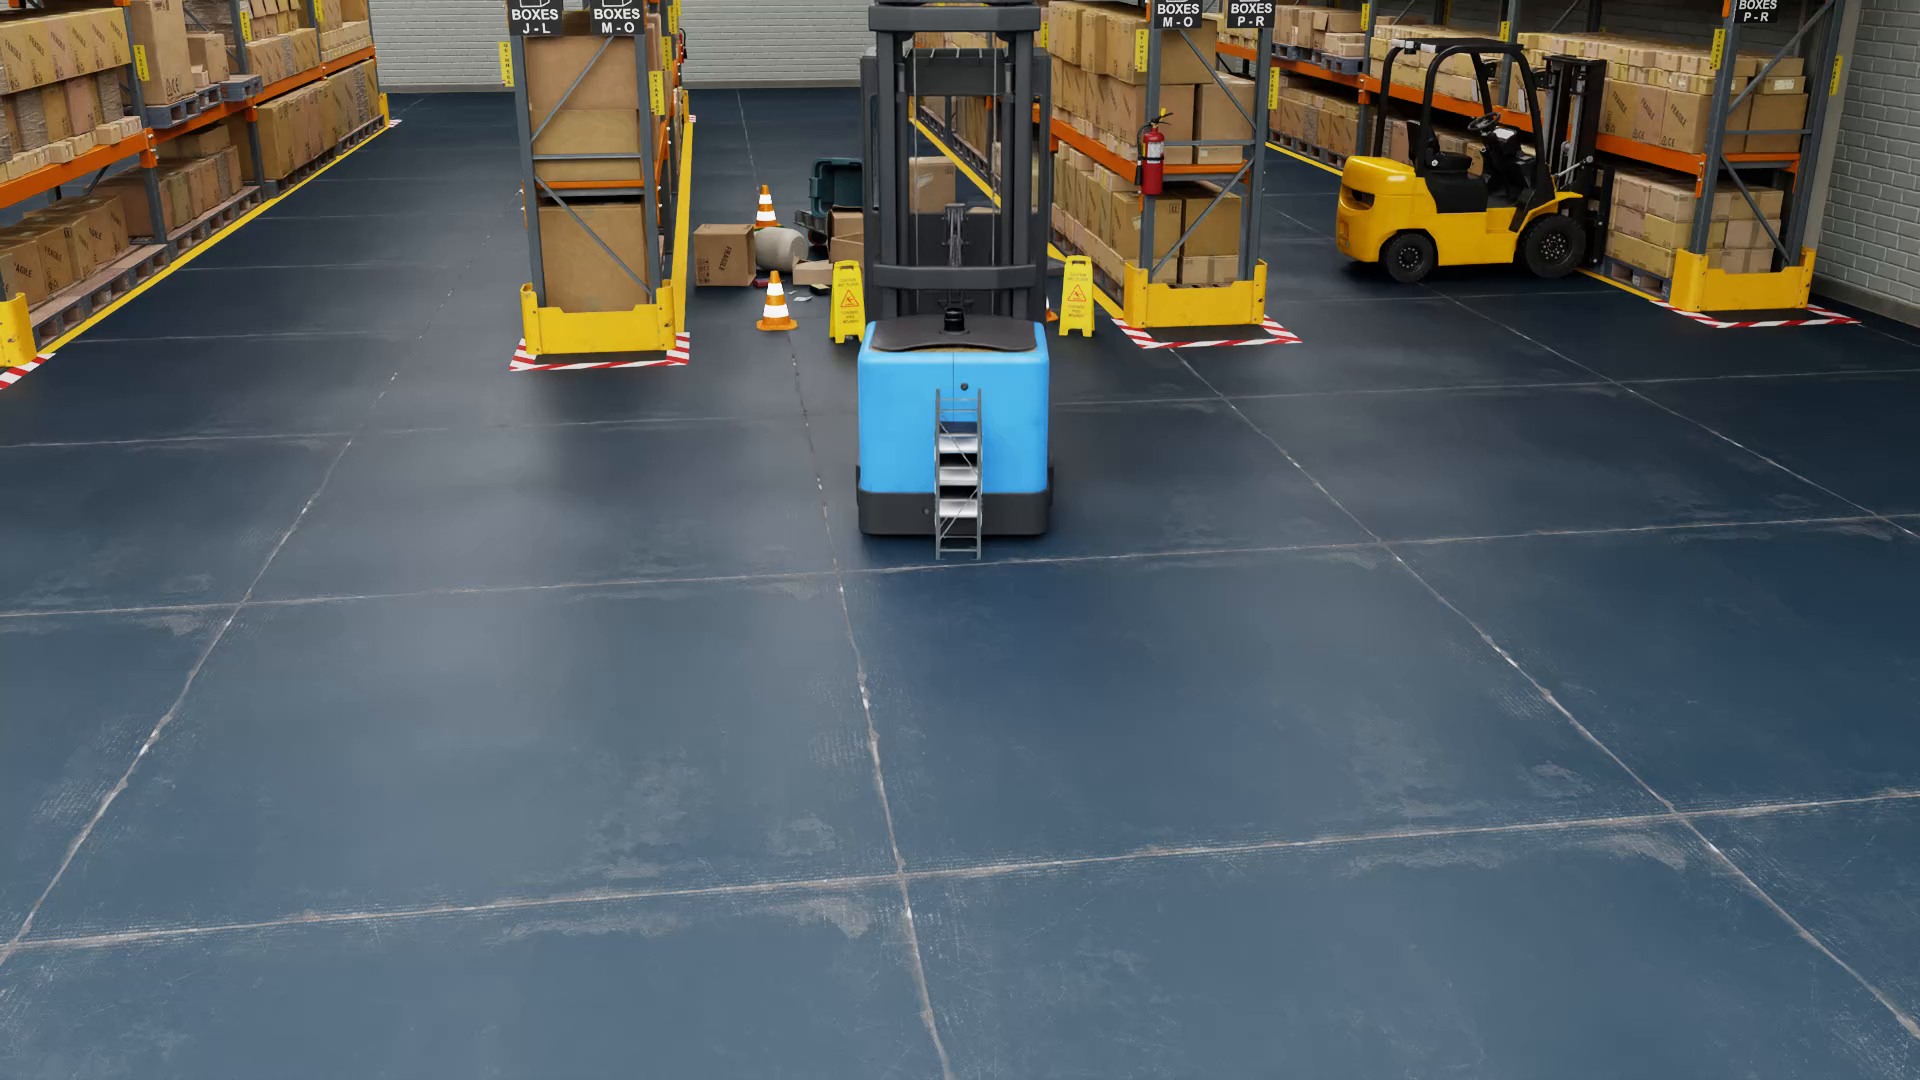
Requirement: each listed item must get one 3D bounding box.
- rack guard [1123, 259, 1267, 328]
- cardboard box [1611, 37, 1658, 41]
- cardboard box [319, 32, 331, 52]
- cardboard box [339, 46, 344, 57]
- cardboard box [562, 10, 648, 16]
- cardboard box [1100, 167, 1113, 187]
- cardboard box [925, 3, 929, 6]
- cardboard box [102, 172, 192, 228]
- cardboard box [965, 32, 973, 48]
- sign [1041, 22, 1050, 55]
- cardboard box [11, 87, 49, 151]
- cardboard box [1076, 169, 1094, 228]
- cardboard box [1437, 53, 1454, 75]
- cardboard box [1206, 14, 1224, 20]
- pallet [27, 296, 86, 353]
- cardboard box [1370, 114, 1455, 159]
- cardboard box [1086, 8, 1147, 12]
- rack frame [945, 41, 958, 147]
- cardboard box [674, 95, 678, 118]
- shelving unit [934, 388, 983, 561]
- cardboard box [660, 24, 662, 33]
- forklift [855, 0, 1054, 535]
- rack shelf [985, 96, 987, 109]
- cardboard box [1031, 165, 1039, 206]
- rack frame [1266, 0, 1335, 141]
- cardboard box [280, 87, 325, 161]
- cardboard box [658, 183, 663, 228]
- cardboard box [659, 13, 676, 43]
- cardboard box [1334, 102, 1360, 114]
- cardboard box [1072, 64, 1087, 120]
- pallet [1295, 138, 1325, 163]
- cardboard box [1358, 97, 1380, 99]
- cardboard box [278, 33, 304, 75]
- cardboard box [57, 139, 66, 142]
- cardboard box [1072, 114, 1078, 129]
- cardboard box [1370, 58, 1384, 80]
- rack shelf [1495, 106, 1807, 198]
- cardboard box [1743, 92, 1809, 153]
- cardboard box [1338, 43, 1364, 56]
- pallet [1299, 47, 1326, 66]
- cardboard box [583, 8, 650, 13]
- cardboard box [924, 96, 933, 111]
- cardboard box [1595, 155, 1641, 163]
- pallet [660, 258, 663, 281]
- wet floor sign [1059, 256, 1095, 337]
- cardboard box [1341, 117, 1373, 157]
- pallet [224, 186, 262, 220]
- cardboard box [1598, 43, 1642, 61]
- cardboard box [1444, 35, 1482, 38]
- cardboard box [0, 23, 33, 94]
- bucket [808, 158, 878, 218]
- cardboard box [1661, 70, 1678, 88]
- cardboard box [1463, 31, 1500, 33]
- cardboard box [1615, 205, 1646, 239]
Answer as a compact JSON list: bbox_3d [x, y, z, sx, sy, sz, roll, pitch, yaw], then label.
[{"bbox_3d":[1.994,-2.103,14.131,1.175,0.500,0.348,-3,21,-8],"label":"rack guard"},{"bbox_3d":[6.829,-5.015,16.862,0.380,0.149,0.250,-3,21,-9],"label":"cardboard box"},{"bbox_3d":[-9.340,-7.147,23.854,0.500,0.250,0.500,-3,21,-9],"label":"cardboard box"},{"bbox_3d":[-9.398,-7.265,24.741,0.380,0.149,0.250,-3,21,-9],"label":"cardboard box"},{"bbox_3d":[-3.436,-4.794,16.008,0.875,0.550,0.550,-3,21,-8],"label":"cardboard box"},{"bbox_3d":[1.479,-3.286,15.059,0.380,0.149,0.250,-3,21,-7],"label":"cardboard box"},{"bbox_3d":[-0.278,-8.593,26.363,0.500,0.500,0.500,-3,21,-8],"label":"cardboard box"},{"bbox_3d":[-8.495,-3.547,17.370,0.700,0.500,0.500,-3,21,-8],"label":"cardboard box"},{"bbox_3d":[0.359,-6.690,22.340,0.500,0.250,0.500,-3,21,-9],"label":"cardboard box"},{"bbox_3d":[0.880,-5.145,17.051,0.100,0.325,0.005,-3,21,-8],"label":"sign"},{"bbox_3d":[-8.074,-3.468,13.646,0.875,0.500,0.500,-3,21,-8],"label":"cardboard box"},{"bbox_3d":[1.408,-3.310,16.049,0.500,0.500,0.500,-2,21,-5],"label":"cardboard box"},{"bbox_3d":[5.867,-5.560,19.315,0.500,0.250,0.500,-3,21,-7],"label":"cardboard box"},{"bbox_3d":[4.482,-8.763,28.179,0.500,0.250,0.500,-3,21,-7],"label":"cardboard box"},{"bbox_3d":[-7.894,-1.751,13.602,1.003,0.211,1.213,-3,21,-8],"label":"pallet"},{"bbox_3d":[5.840,-5.136,21.475,0.875,0.625,0.625,-2,21,-6],"label":"cardboard box"},{"bbox_3d":[1.540,-4.594,15.233,0.700,0.500,0.500,-3,21,-8],"label":"cardboard box"},{"bbox_3d":[0.275,-7.402,24.748,1.000,3.000,0.127,-3,21,-8],"label":"rack frame"},{"bbox_3d":[-4.100,-5.888,22.595,0.500,0.250,0.500,-4,21,-10],"label":"cardboard box"},{"bbox_3d":[-0.008,-0.344,8.852,0.258,0.900,0.210,0,20,0],"label":"shelving unit"},{"bbox_3d":[-4.017,-6.530,21.321,0.380,0.149,0.250,-4,21,-10],"label":"cardboard box"},{"bbox_3d":[-0.023,-1.865,10.020,1.130,2.935,3.031,0,20,0],"label":"forklift"},{"bbox_3d":[0.564,-6.373,23.019,1.077,0.370,4.000,-3,21,-8],"label":"rack shelf"},{"bbox_3d":[1.243,-4.028,18.870,0.950,0.372,0.625,-2,21,-4],"label":"cardboard box"},{"bbox_3d":[5.187,-7.654,25.421,1.000,3.000,0.127,-3,21,-8],"label":"rack frame"},{"bbox_3d":[-9.289,-5.574,22.289,1.225,0.875,0.875,-4,21,-10],"label":"cardboard box"},{"bbox_3d":[-3.634,-3.701,17.453,1.050,0.750,0.750,-3,21,-8],"label":"cardboard box"},{"bbox_3d":[-4.430,-7.488,24.409,0.500,0.500,0.500,-3,21,-9],"label":"cardboard box"},{"bbox_3d":[5.377,-5.943,22.886,0.380,0.149,0.250,-4,21,-10],"label":"cardboard box"},{"bbox_3d":[1.371,-4.305,15.887,0.500,0.500,0.500,-3,21,-8],"label":"cardboard box"},{"bbox_3d":[5.520,-5.644,24.027,1.003,0.211,1.213,-3,21,-8],"label":"pallet"},{"bbox_3d":[5.837,-6.157,23.459,0.380,0.149,0.250,-3,21,-9],"label":"cardboard box"},{"bbox_3d":[-9.047,-6.449,22.052,0.500,0.500,0.500,-3,21,-8],"label":"cardboard box"},{"bbox_3d":[-7.894,-3.345,14.243,0.380,0.149,0.250,-3,21,-8],"label":"cardboard box"},{"bbox_3d":[1.314,-4.127,16.337,0.380,0.149,0.250,-2,21,-6],"label":"cardboard box"},{"bbox_3d":[5.585,-6.033,21.295,0.500,0.250,0.500,-3,21,-8],"label":"cardboard box"},{"bbox_3d":[6.628,-3.854,16.277,1.077,0.370,4.000,-3,21,-8],"label":"rack shelf"},{"bbox_3d":[7.120,-3.731,14.777,0.500,0.500,0.500,-2,21,-6],"label":"cardboard box"},{"bbox_3d":[5.289,-6.556,22.241,0.380,0.149,0.250,-3,21,-7],"label":"cardboard box"},{"bbox_3d":[5.478,-6.852,23.549,1.003,0.211,1.213,-3,21,-8],"label":"pallet"},{"bbox_3d":[-3.753,-5.562,18.250,0.700,0.500,0.500,-3,21,-8],"label":"cardboard box"},{"bbox_3d":[-0.107,-7.560,28.232,0.875,0.438,0.875,-4,21,-10],"label":"cardboard box"},{"bbox_3d":[6.750,-3.750,16.869,0.500,0.250,0.500,-3,21,-7],"label":"cardboard box"},{"bbox_3d":[-3.244,-2.351,15.208,1.003,0.211,1.213,-3,21,-8],"label":"pallet"},{"bbox_3d":[0.974,-2.025,13.715,0.267,0.644,0.232,4,21,11],"label":"wet floor sign"},{"bbox_3d":[5.490,-5.430,22.440,0.500,0.500,0.500,-2,21,-6],"label":"cardboard box"},{"bbox_3d":[-8.843,-3.940,19.465,1.003,0.211,1.213,-3,21,-8],"label":"pallet"},{"bbox_3d":[6.410,-4.721,16.075,0.380,0.149,0.250,-3,21,-8],"label":"cardboard box"},{"bbox_3d":[5.857,-5.783,19.342,0.380,0.149,0.250,-3,21,-7],"label":"cardboard box"},{"bbox_3d":[-7.676,-3.780,13.052,0.500,0.500,0.500,-3,21,-8],"label":"cardboard box"},{"bbox_3d":[-1.154,-3.595,17.061,0.726,0.611,0.620,4,11,11],"label":"bucket"},{"bbox_3d":[6.546,-4.136,14.932,0.380,0.149,0.250,-3,21,-7],"label":"cardboard box"},{"bbox_3d":[6.319,-6.081,20.141,0.380,0.149,0.250,-3,21,-9],"label":"cardboard box"},{"bbox_3d":[6.475,-2.969,15.493,0.500,0.250,0.500,-3,21,-8],"label":"cardboard box"}]
